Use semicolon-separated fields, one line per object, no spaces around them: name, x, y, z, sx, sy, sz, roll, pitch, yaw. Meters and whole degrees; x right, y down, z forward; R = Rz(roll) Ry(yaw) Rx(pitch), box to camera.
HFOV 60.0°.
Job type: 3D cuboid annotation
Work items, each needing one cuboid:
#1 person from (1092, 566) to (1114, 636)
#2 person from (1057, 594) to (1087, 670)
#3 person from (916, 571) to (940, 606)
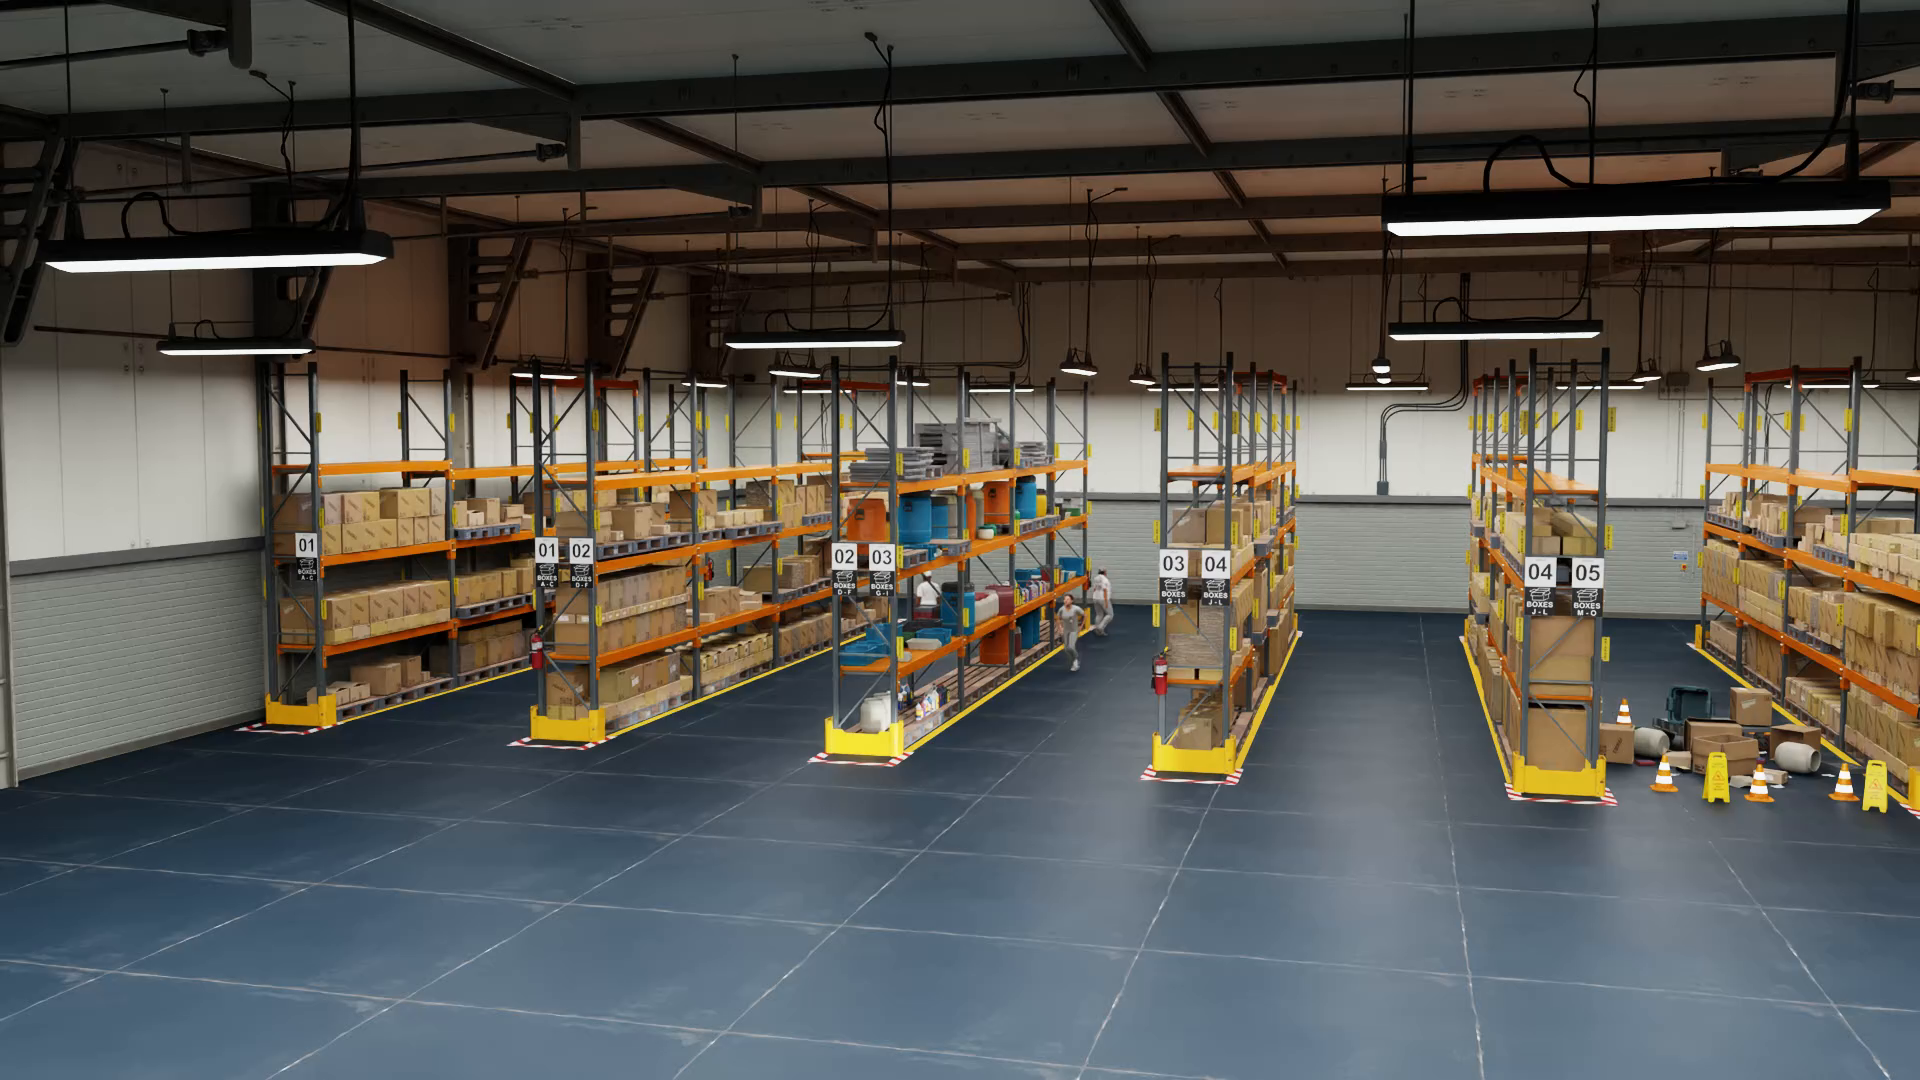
person;3.317;1.433;38.993;0.483;1.663;0.551;-2;5;-31
person;2.264;1.863;33.495;0.600;1.574;0.702;2;4;24
person;-0.701;1.540;36.586;0.625;1.765;0.529;-2;5;-29
